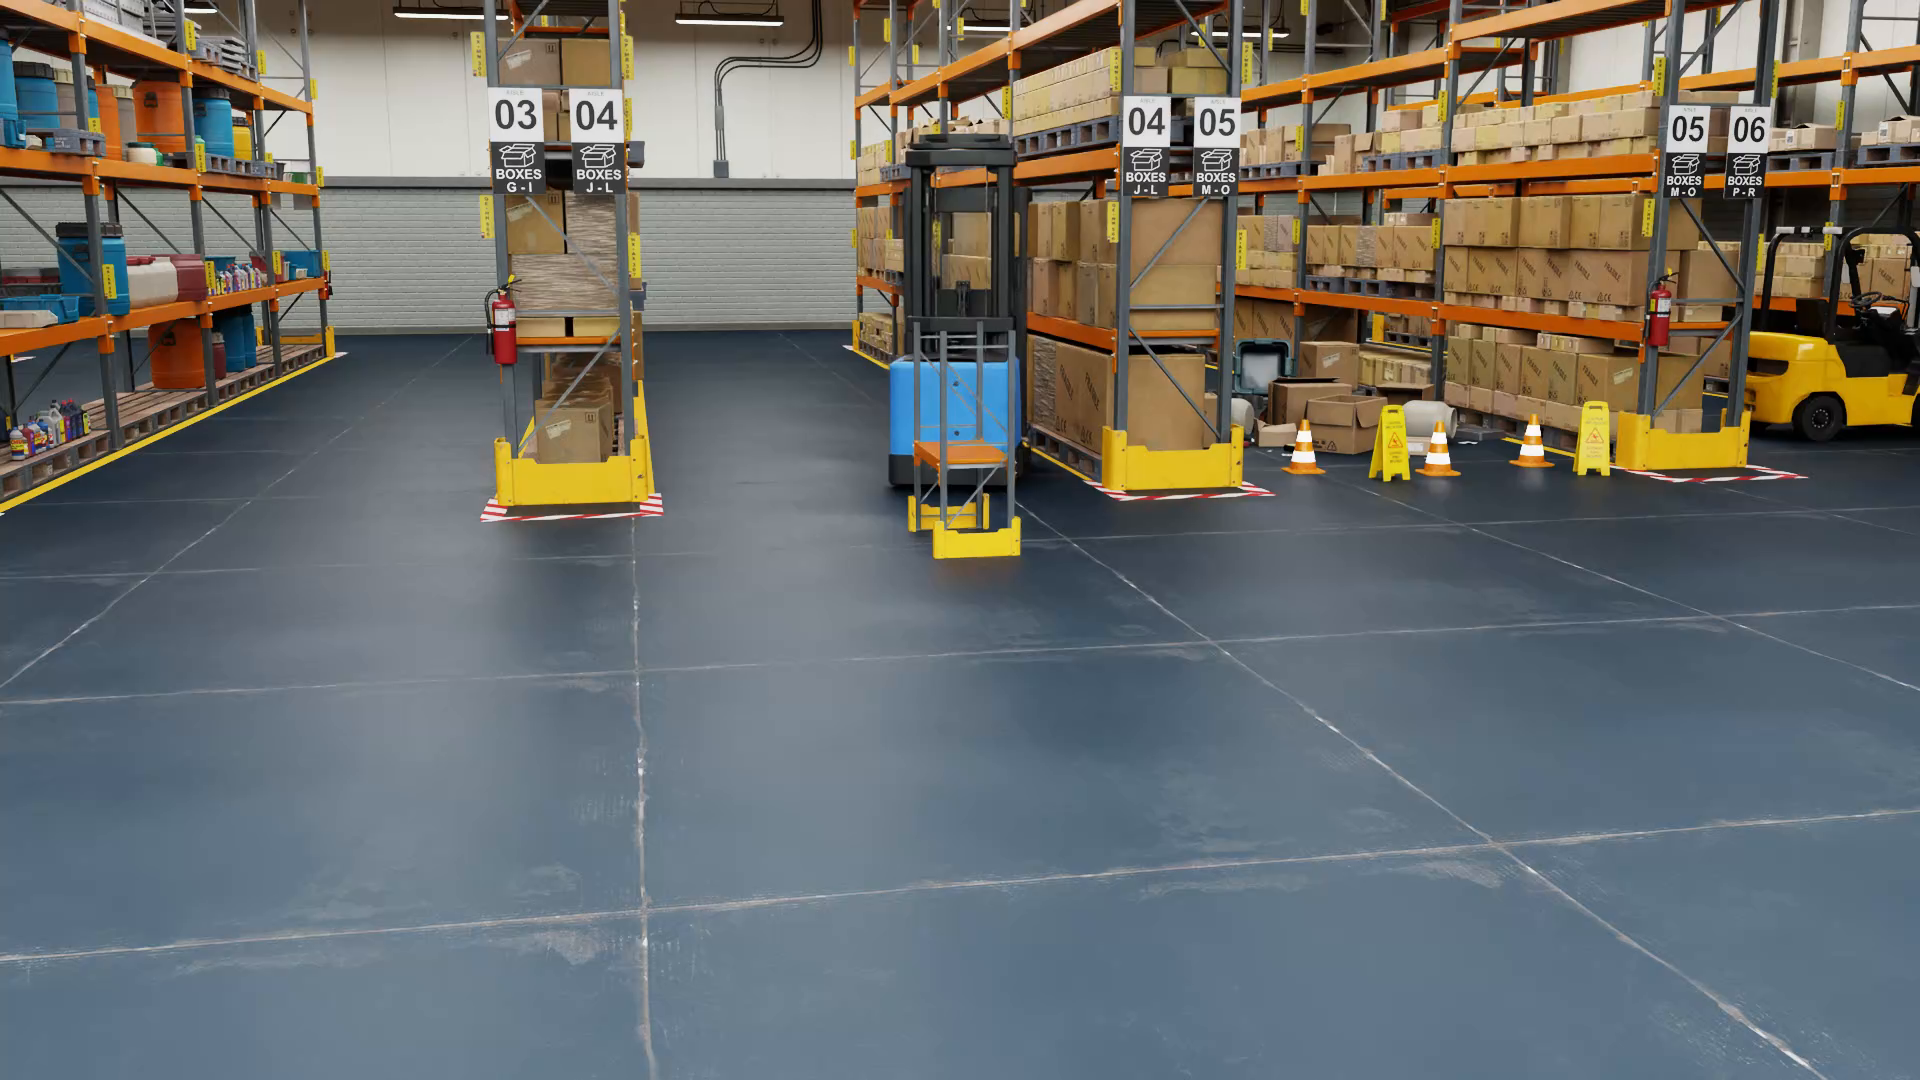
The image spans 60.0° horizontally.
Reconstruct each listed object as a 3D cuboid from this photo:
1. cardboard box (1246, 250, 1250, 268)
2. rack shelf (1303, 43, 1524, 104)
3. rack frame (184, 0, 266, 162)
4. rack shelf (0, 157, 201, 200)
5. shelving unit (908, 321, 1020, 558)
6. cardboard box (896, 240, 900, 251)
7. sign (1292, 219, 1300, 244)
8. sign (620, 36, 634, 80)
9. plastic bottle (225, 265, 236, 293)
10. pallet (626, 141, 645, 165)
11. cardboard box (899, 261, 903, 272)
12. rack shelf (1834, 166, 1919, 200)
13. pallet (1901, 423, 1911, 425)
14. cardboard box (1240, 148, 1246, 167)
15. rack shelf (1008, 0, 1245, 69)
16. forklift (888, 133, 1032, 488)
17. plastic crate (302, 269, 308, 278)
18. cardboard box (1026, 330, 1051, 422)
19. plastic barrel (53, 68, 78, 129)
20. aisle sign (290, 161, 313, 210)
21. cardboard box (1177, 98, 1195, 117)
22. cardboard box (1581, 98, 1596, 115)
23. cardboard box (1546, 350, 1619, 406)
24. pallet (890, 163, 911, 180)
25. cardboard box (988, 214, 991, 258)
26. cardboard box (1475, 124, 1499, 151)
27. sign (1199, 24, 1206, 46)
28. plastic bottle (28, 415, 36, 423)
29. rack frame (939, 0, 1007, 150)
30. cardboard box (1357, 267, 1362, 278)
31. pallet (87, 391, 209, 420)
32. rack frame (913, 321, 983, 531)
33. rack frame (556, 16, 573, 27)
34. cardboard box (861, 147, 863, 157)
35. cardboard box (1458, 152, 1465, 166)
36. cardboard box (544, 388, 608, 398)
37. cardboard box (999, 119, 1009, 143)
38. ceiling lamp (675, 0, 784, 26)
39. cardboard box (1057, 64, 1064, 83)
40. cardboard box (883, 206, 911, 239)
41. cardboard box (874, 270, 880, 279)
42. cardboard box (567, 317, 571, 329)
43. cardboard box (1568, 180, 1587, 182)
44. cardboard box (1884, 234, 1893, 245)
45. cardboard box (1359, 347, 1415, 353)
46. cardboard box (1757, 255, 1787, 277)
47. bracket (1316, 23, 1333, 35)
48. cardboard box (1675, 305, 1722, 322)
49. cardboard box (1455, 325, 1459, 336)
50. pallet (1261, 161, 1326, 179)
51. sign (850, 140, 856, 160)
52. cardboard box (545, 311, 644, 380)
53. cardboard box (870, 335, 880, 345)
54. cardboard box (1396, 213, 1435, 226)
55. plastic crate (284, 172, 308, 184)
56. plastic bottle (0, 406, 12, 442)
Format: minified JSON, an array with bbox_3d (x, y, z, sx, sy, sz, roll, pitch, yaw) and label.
[{"bbox_3d":[4.407,-4.141,24.493,0.500,0.250,0.500,-2,11,-13],"label":"cardboard box"},{"bbox_3d":[5.464,-5.637,20.241,1.077,0.370,4.000,-2,11,-11],"label":"rack shelf"},{"bbox_3d":[-10.282,-6.747,23.078,1.000,3.000,0.127,-2,11,-11],"label":"rack frame"},{"bbox_3d":[-9.115,-3.820,17.644,1.077,0.370,4.000,-2,11,-11],"label":"rack shelf"},{"bbox_3d":[0.015,-0.723,11.483,0.587,1.500,1.083,-2,11,-11],"label":"shelving unit"},{"bbox_3d":[-0.709,-4.237,23.894,0.380,0.149,0.250,-2,11,-11],"label":"cardboard box"},{"bbox_3d":[4.531,-4.155,22.407,0.100,0.325,0.005,-2,11,-11],"label":"sign"},{"bbox_3d":[-2.558,-3.702,12.764,0.100,0.325,0.005,-2,11,-11],"label":"sign"},{"bbox_3d":[-9.568,-3.417,21.759,0.144,0.351,0.185,-2,11,-11],"label":"plastic bottle"},{"bbox_3d":[-3.883,-4.011,17.229,1.213,0.211,1.003,-2,11,-11],"label":"pallet"},{"bbox_3d":[-0.654,-3.897,23.695,0.380,0.149,0.250,-2,11,-12],"label":"cardboard box"},{"bbox_3d":[11.110,-3.808,17.581,1.077,0.370,4.000,-2,11,-11],"label":"rack shelf"},{"bbox_3d":[11.075,-1.313,18.030,1.003,0.211,1.213,-2,11,-11],"label":"pallet"},{"bbox_3d":[4.309,-5.606,24.344,0.396,0.266,0.258,-1,11,-6],"label":"cardboard box"},{"bbox_3d":[1.406,-4.705,15.343,1.077,0.370,4.000,-2,11,-11],"label":"rack shelf"},{"bbox_3d":[0.072,-2.106,14.923,1.130,2.935,3.031,1,11,6],"label":"forklift"},{"bbox_3d":[-10.724,-4.291,26.761,0.396,0.136,0.243,-2,11,-11],"label":"plastic crate"},{"bbox_3d":[1.071,-1.719,17.267,0.875,0.875,0.875,-2,11,-10],"label":"cardboard box"},{"bbox_3d":[-9.165,-4.258,16.682,0.600,0.901,0.600,0,11,0],"label":"plastic barrel"},{"bbox_3d":[-10.787,-5.835,27.376,0.394,0.787,0.004,-2,11,-11],"label":"aisle sign"},{"bbox_3d":[2.043,-3.621,13.958,0.380,0.149,0.250,-2,11,-11],"label":"cardboard box"},{"bbox_3d":[6.156,-4.121,15.843,0.380,0.149,0.250,-2,11,-11],"label":"cardboard box"},{"bbox_3d":[6.115,-1.597,16.288,0.500,0.500,0.500,-2,11,-9],"label":"cardboard box"},{"bbox_3d":[-0.318,-5.216,23.559,1.213,0.211,1.003,-2,11,-11],"label":"pallet"},{"bbox_3d":[0.715,-3.493,19.083,0.700,0.500,0.500,-2,11,-11],"label":"cardboard box"},{"bbox_3d":[5.779,-4.234,17.504,0.500,0.250,0.500,-2,11,-11],"label":"cardboard box"},{"bbox_3d":[3.748,-7.809,25.733,0.100,0.325,0.005,-2,11,-11],"label":"sign"},{"bbox_3d":[-8.295,-0.978,14.903,0.061,0.283,0.133,-2,11,-11],"label":"plastic bottle"},{"bbox_3d":[0.239,-6.355,21.020,1.000,3.000,0.127,-2,11,-11],"label":"rack frame"},{"bbox_3d":[5.236,-3.375,20.957,0.380,0.149,0.250,-2,11,-9],"label":"cardboard box"},{"bbox_3d":[-9.392,-1.553,19.291,1.003,0.211,1.213,-2,11,-11],"label":"pallet"},{"bbox_3d":[-0.082,-0.814,11.964,0.500,1.500,0.032,-2,11,-11],"label":"rack frame"},{"bbox_3d":[-6.202,-7.661,27.879,1.000,3.000,0.127,-2,11,-11],"label":"rack frame"},{"bbox_3d":[-1.464,-6.549,28.059,0.380,0.149,0.250,-2,11,-11],"label":"cardboard box"},{"bbox_3d":[5.671,-4.157,18.162,0.380,0.149,0.250,-2,11,-12],"label":"cardboard box"},{"bbox_3d":[-3.448,-1.097,14.998,0.500,0.500,0.500,-1,11,-6],"label":"cardboard box"},{"bbox_3d":[0.723,-4.454,18.062,0.500,0.250,0.500,-2,11,-10],"label":"cardboard box"},{"bbox_3d":[-4.237,-11.113,30.404,2.000,3.185,0.800,-2,11,-11],"label":"ceiling lamp"},{"bbox_3d":[1.100,-4.268,15.222,0.380,0.149,0.250,-2,11,-11],"label":"cardboard box"},{"bbox_3d":[-0.896,-4.905,25.706,0.500,0.500,0.500,-3,11,-13],"label":"cardboard box"},{"bbox_3d":[-1.199,-4.347,27.182,0.380,0.149,0.250,-2,11,-10],"label":"cardboard box"},{"bbox_3d":[-3.536,-1.884,14.245,0.380,0.149,0.250,-2,11,-11],"label":"cardboard box"},{"bbox_3d":[9.409,-5.457,24.724,0.500,0.250,0.500,-2,11,-11],"label":"cardboard box"},{"bbox_3d":[10.690,-3.408,18.781,0.380,0.149,0.250,-2,11,-12],"label":"cardboard box"},{"bbox_3d":[5.327,-2.283,21.575,0.950,0.372,0.625,-2,11,-12],"label":"cardboard box"},{"bbox_3d":[10.268,-3.401,20.608,0.500,0.250,0.500,-2,11,-12],"label":"cardboard box"},{"bbox_3d":[7.857,-10.996,35.774,0.235,0.232,0.430,-2,11,-11],"label":"bracket"},{"bbox_3d":[6.768,-2.086,15.306,0.380,0.149,0.250,-2,11,-11],"label":"cardboard box"},{"bbox_3d":[8.699,-3.542,28.472,0.396,0.266,0.258,-2,11,-9],"label":"cardboard box"},{"bbox_3d":[4.898,-5.104,22.972,1.213,0.211,1.003,-2,11,-8],"label":"pallet"},{"bbox_3d":[-1.849,-6.759,28.824,0.100,0.325,0.005,-2,11,-11],"label":"sign"},{"bbox_3d":[-4.760,-2.536,21.559,1.225,0.875,0.875,-3,11,-14],"label":"cardboard box"},{"bbox_3d":[-1.294,-3.340,27.725,0.380,0.149,0.250,-3,11,-14],"label":"cardboard box"},{"bbox_3d":[5.395,-3.796,19.696,0.380,0.149,0.250,-2,11,-13],"label":"cardboard box"},{"bbox_3d":[-10.588,-5.733,26.337,0.450,0.188,0.336,-2,11,-11],"label":"plastic crate"},{"bbox_3d":[-8.835,-1.090,15.307,0.144,0.351,0.185,-2,11,-11],"label":"plastic bottle"}]
